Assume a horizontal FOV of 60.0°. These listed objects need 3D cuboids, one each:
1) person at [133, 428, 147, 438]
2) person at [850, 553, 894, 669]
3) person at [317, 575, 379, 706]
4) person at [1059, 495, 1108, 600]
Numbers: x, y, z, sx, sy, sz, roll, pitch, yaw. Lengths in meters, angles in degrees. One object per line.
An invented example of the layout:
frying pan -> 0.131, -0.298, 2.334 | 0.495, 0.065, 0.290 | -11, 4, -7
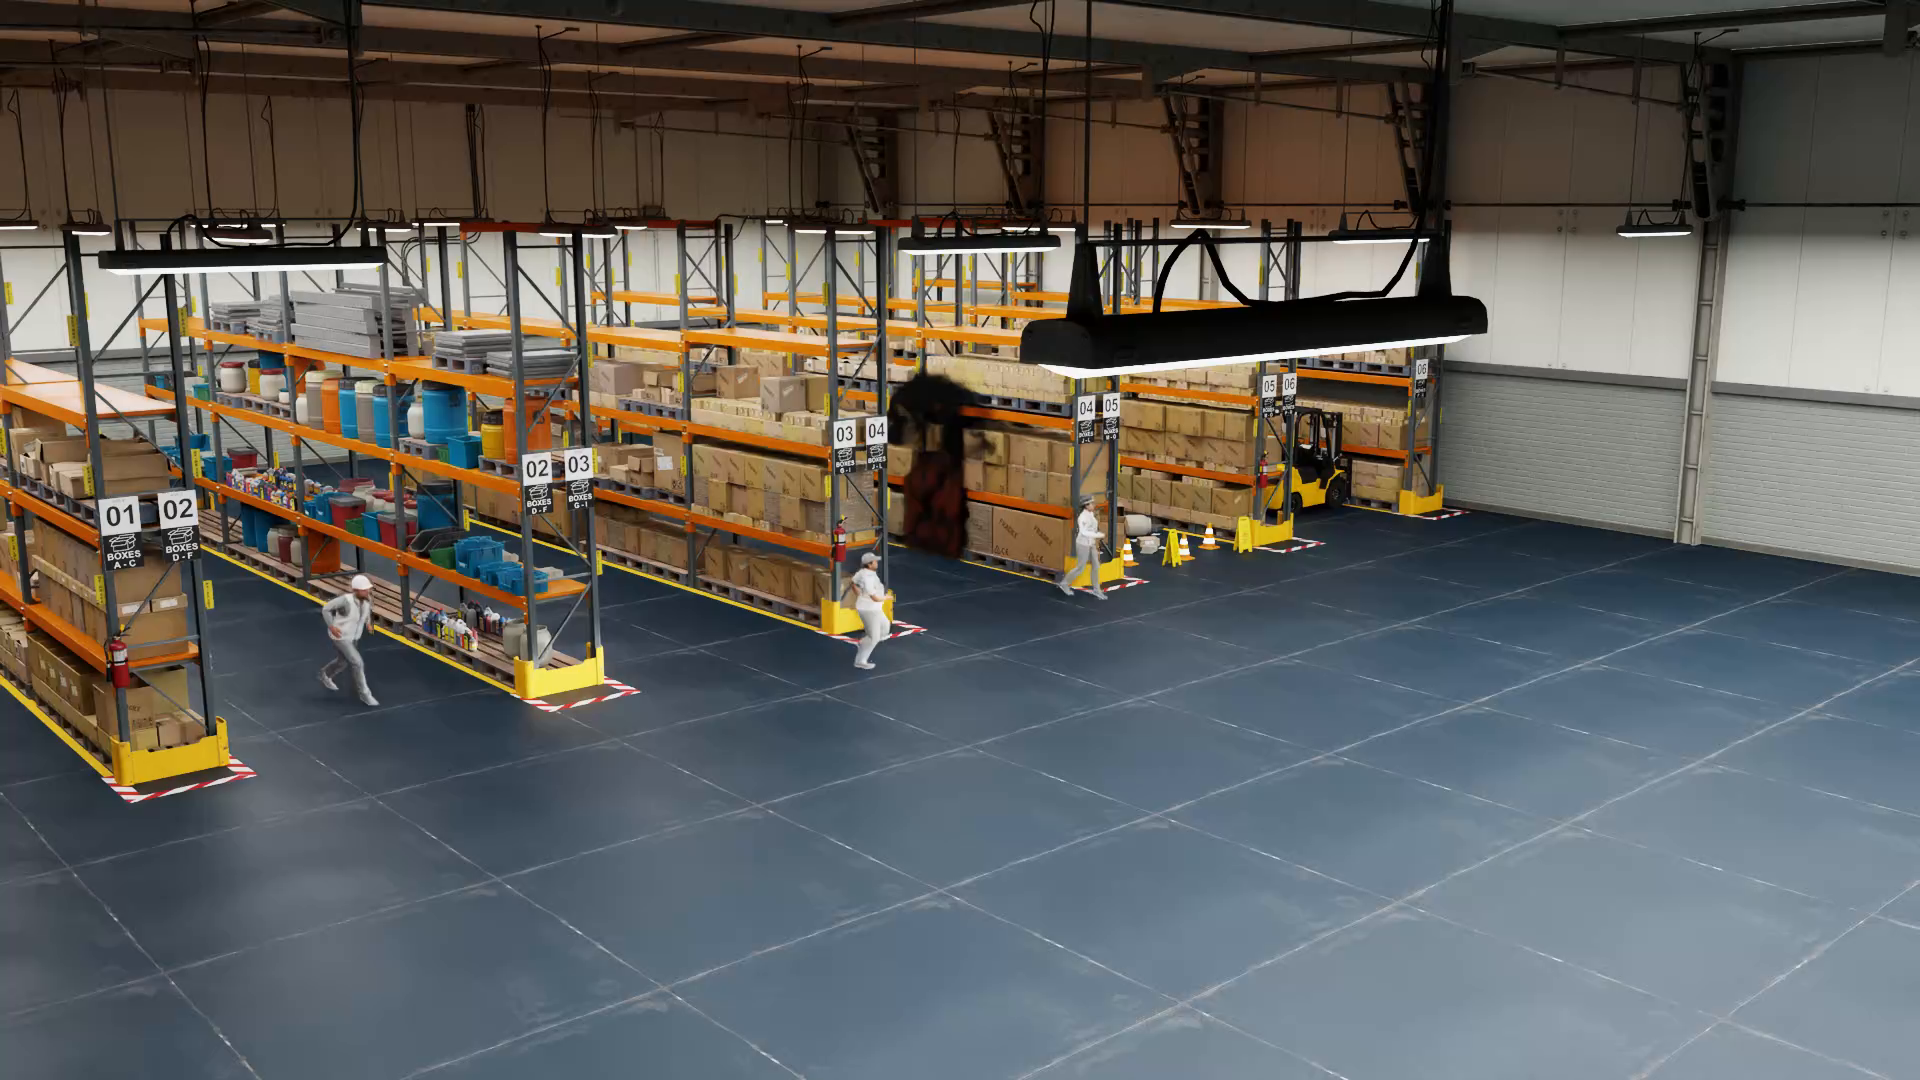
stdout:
person -> -17.234, -1.505, 35.099 | 0.750, 1.725, 0.532 | -9, 14, -37
person -> -1.196, 0.965, 22.978 | 0.576, 1.631, 0.592 | -2, 12, -10
person -> -7.935, 1.272, 21.398 | 1.049, 1.731, 0.696 | 6, 13, 27
person -> 2.021, 0.115, 27.032 | 0.799, 1.740, 0.631 | 4, 12, 20
